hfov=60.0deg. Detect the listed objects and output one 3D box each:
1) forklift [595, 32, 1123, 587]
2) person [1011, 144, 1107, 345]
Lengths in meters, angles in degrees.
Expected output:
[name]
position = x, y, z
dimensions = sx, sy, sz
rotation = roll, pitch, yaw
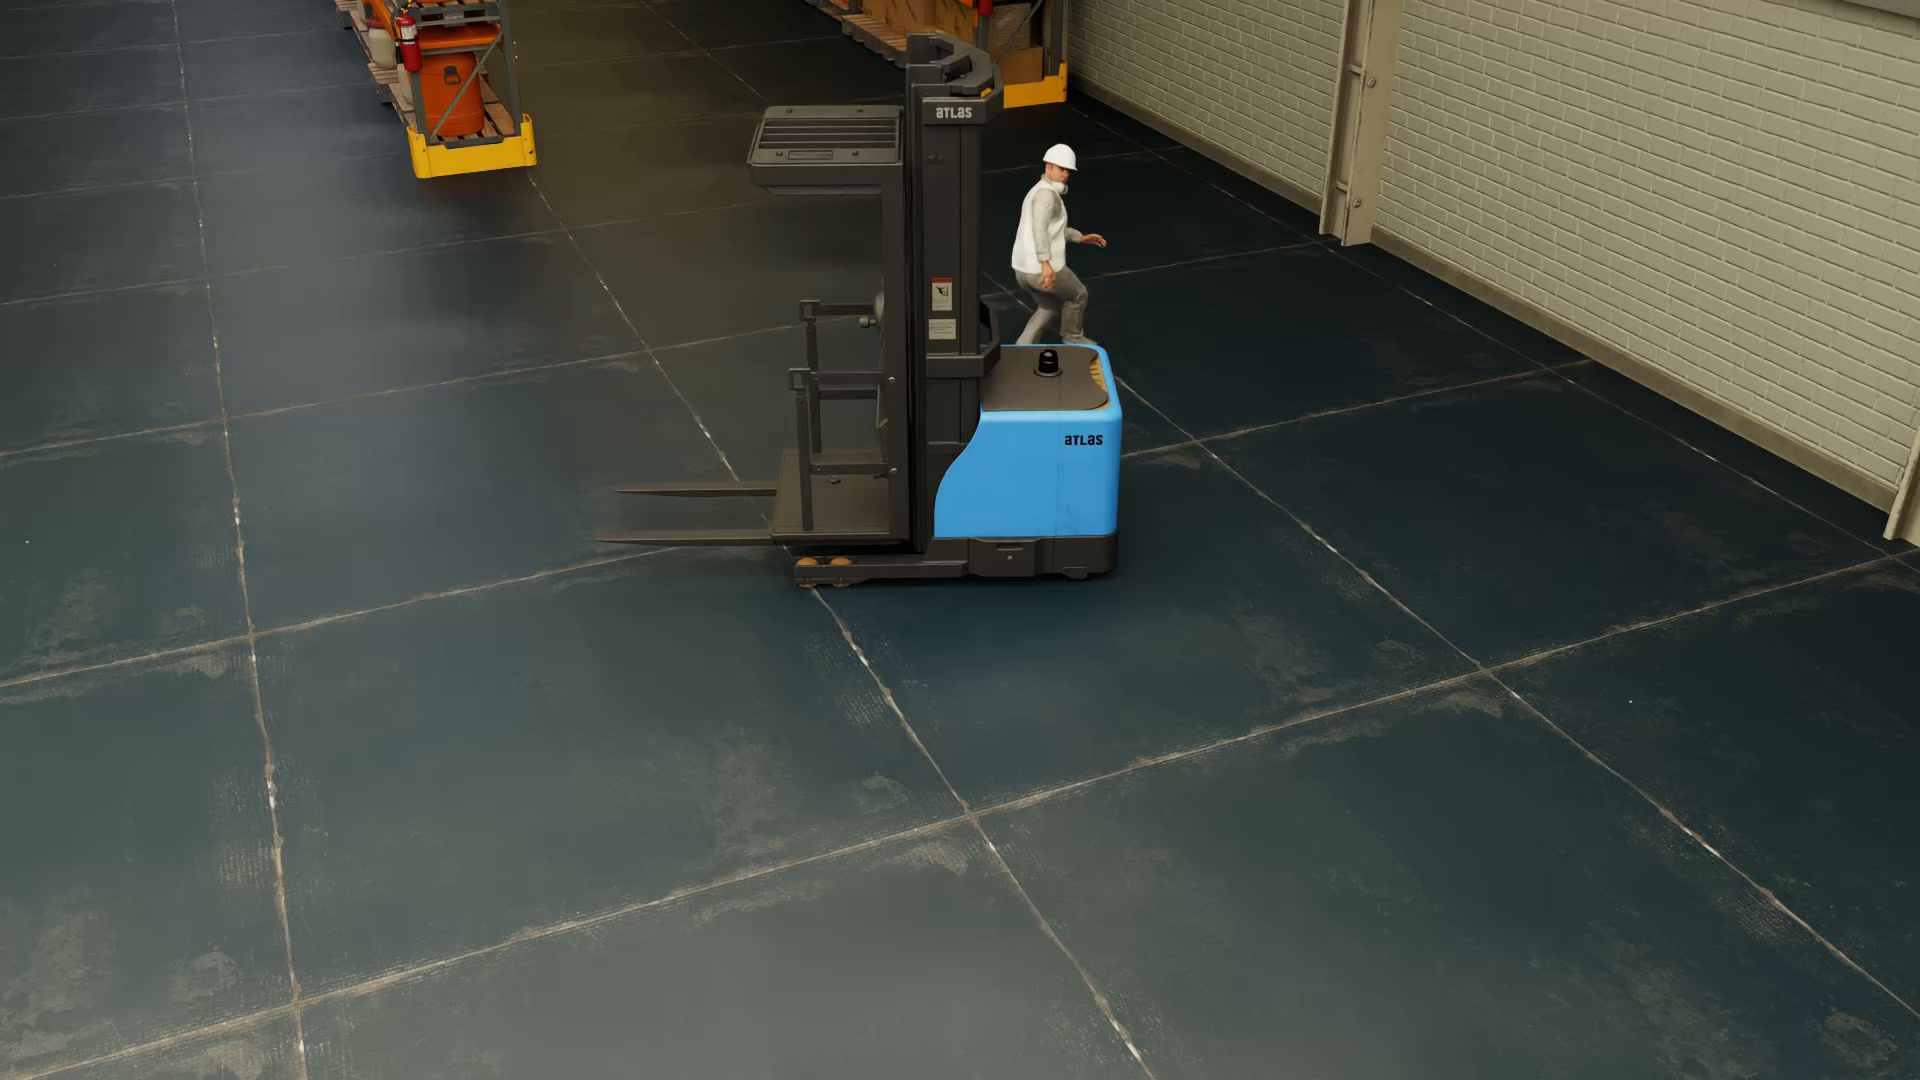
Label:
[forklift]
position = -0.610, -1.265, 9.333
dimensions = 3.031, 2.935, 1.130
rotation = -1, 30, -1
[person]
position = 0.754, -2.015, 11.993
dimensions = 0.763, 1.614, 0.748
rotation = -13, 32, -21
